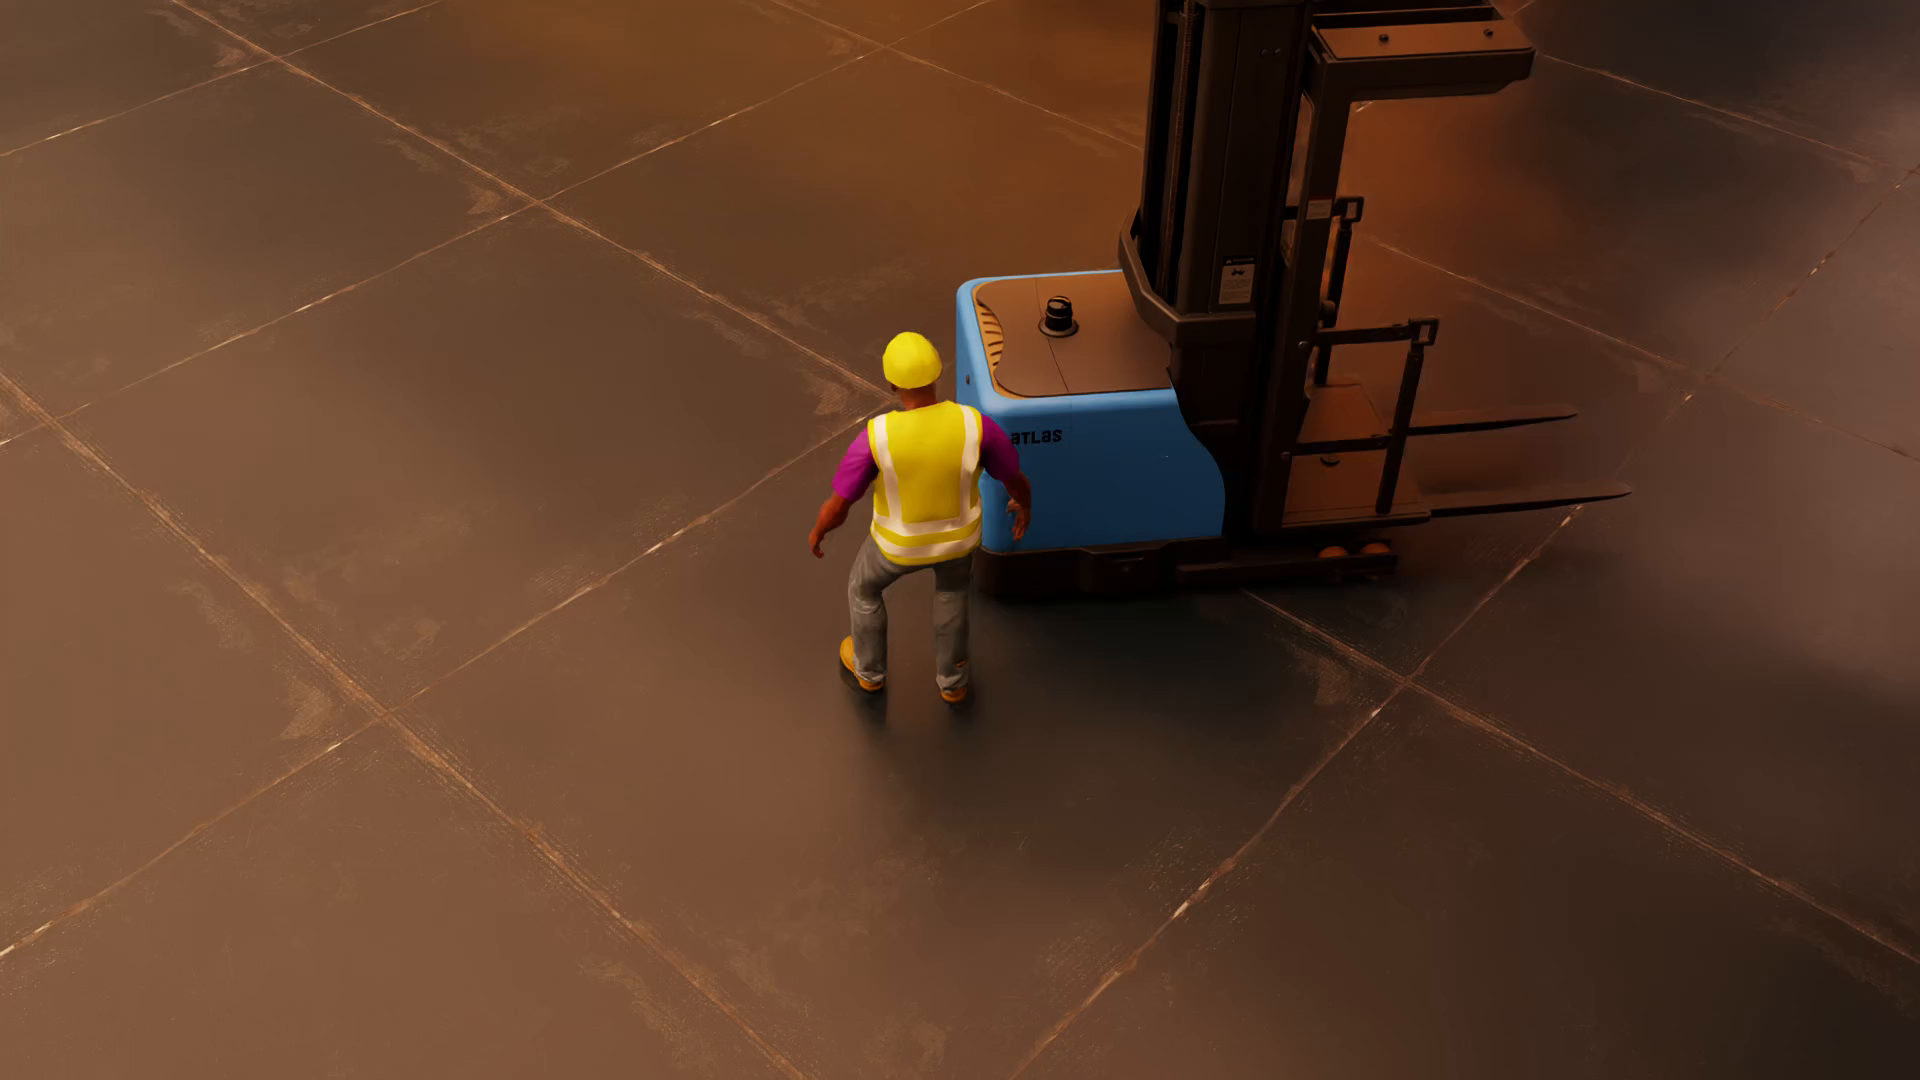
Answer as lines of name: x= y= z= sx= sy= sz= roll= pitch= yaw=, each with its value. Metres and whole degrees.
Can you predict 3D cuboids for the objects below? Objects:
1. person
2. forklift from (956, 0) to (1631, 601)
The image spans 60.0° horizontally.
person: x=-0.158 y=-0.080 z=6.462 sx=0.875 sy=1.728 sz=0.476 roll=-8 pitch=41 yaw=-9
forklift: x=1.525 y=-1.261 z=6.898 sx=3.031 sy=2.935 sz=1.130 roll=-4 pitch=41 yaw=-5
